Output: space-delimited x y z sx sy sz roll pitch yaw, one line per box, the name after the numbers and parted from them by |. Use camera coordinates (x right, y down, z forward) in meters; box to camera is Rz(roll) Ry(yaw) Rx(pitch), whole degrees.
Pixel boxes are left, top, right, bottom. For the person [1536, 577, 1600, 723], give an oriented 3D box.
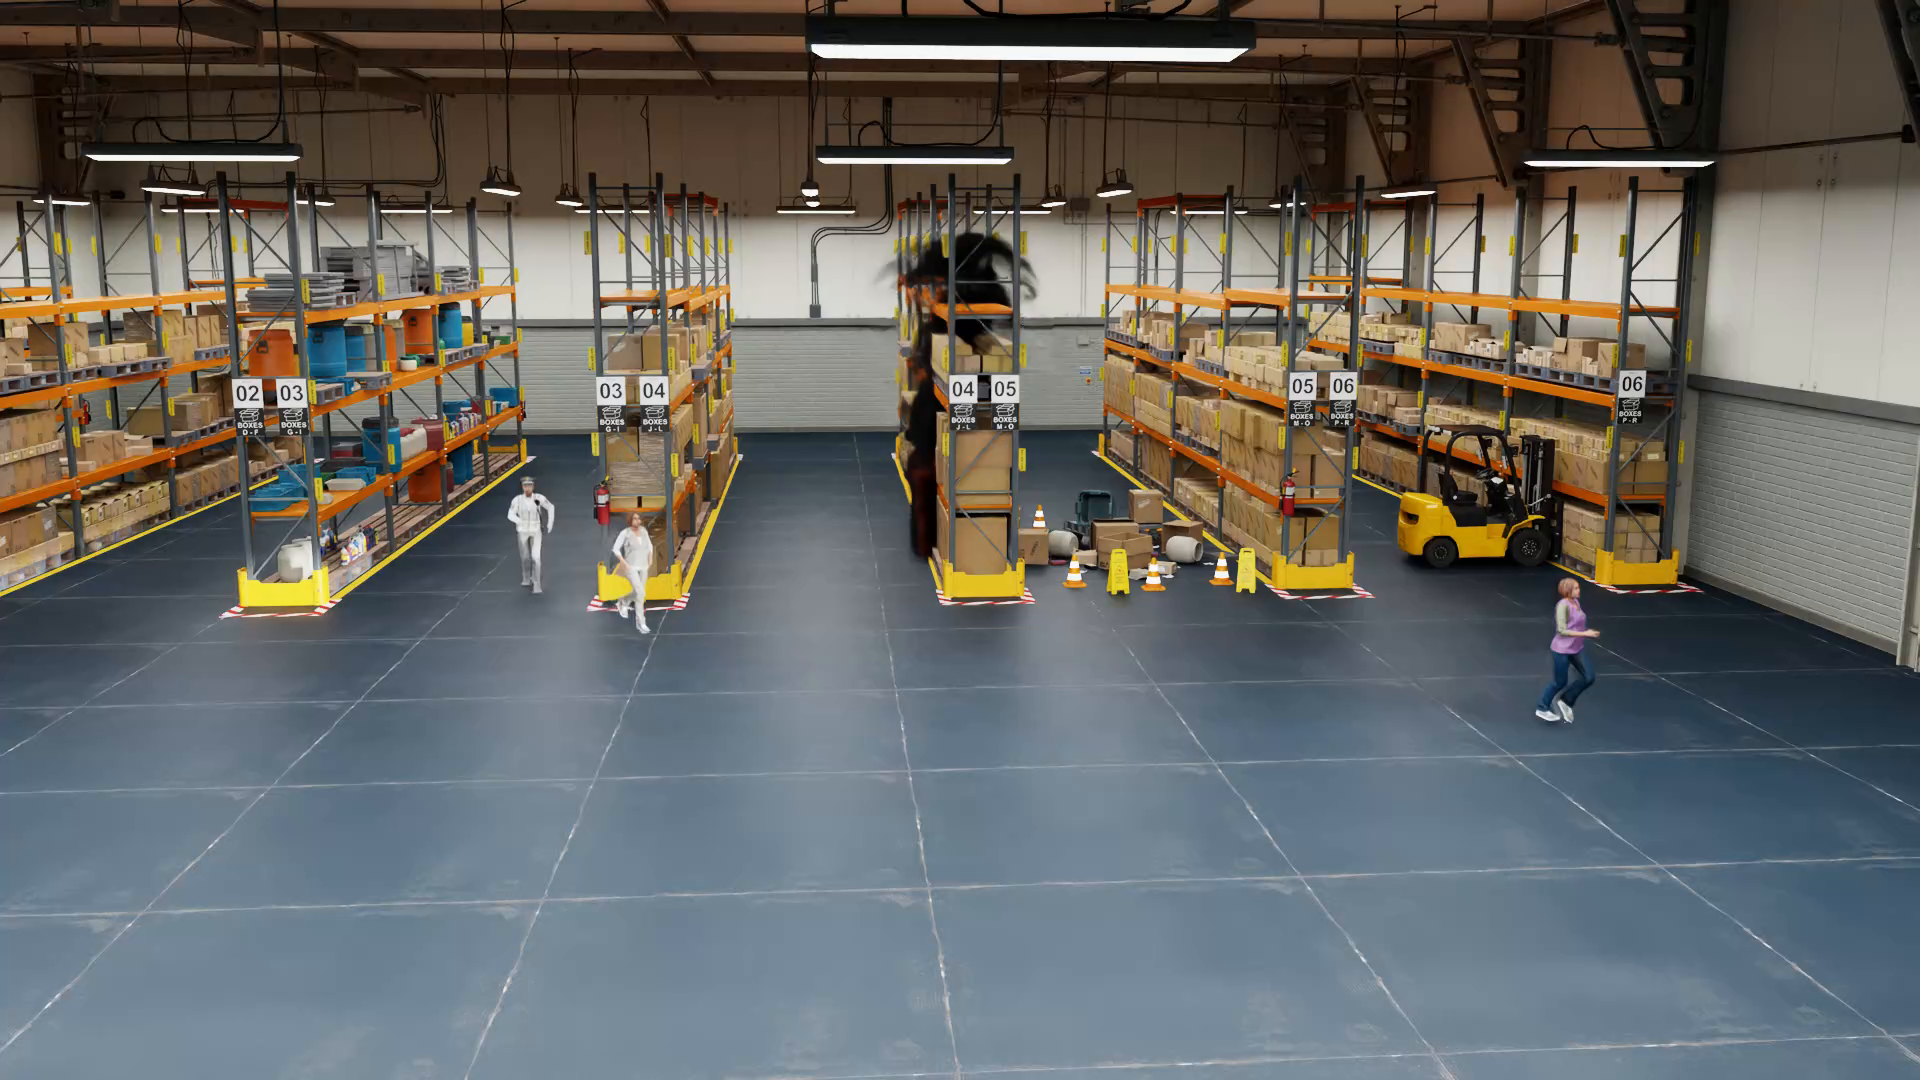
6.402 1.169 17.462 0.510 1.578 0.644 -9 13 -40 | person

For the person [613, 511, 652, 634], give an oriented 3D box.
-4.321 0.392 21.931 0.733 1.610 0.537 10 14 44 | person

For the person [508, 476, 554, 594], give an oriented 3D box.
-6.275 -0.074 24.344 0.640 1.757 0.716 -2 10 -9 | person
